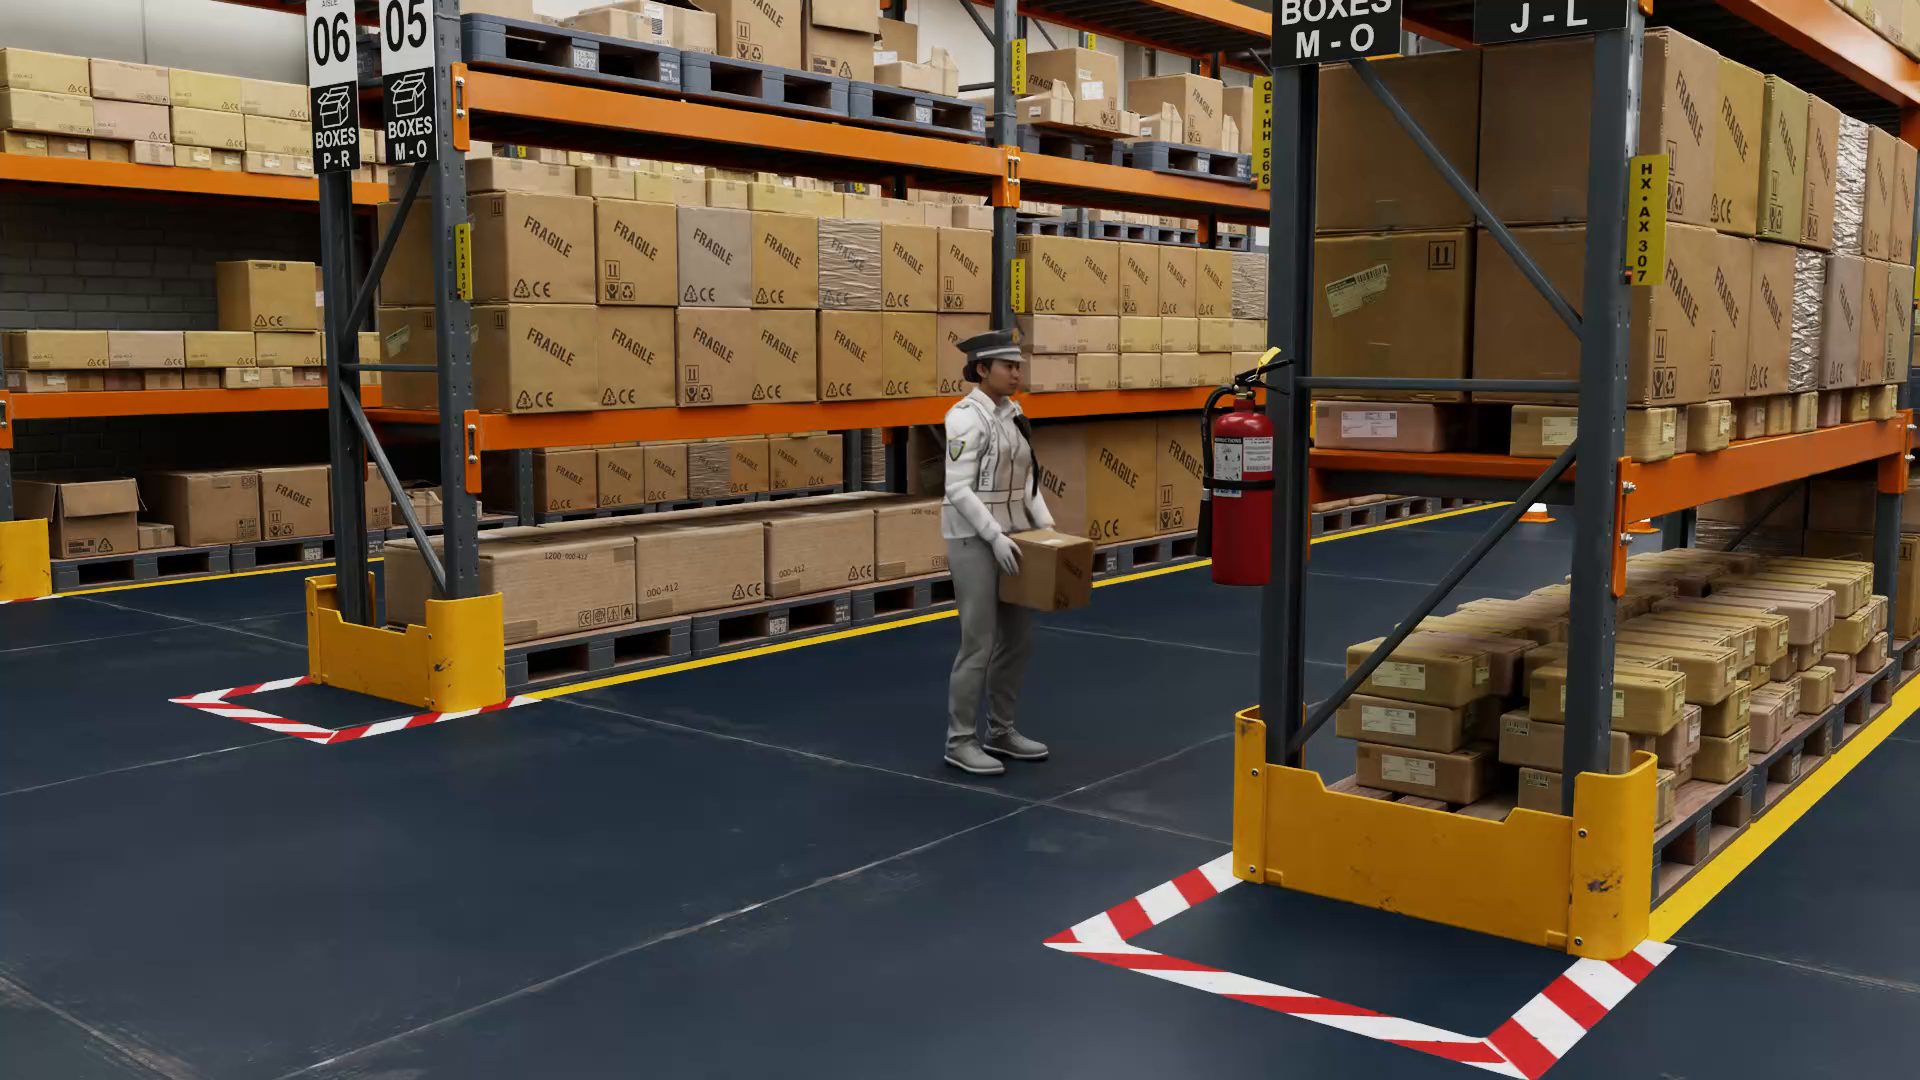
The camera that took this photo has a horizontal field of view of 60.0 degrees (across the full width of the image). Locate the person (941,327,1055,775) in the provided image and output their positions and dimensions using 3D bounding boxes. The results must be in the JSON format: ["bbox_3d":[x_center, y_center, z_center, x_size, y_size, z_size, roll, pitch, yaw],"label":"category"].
[{"bbox_3d":[0.149,0.027,6.408,0.411,1.684,0.500,5,9,37],"label":"person"}]
